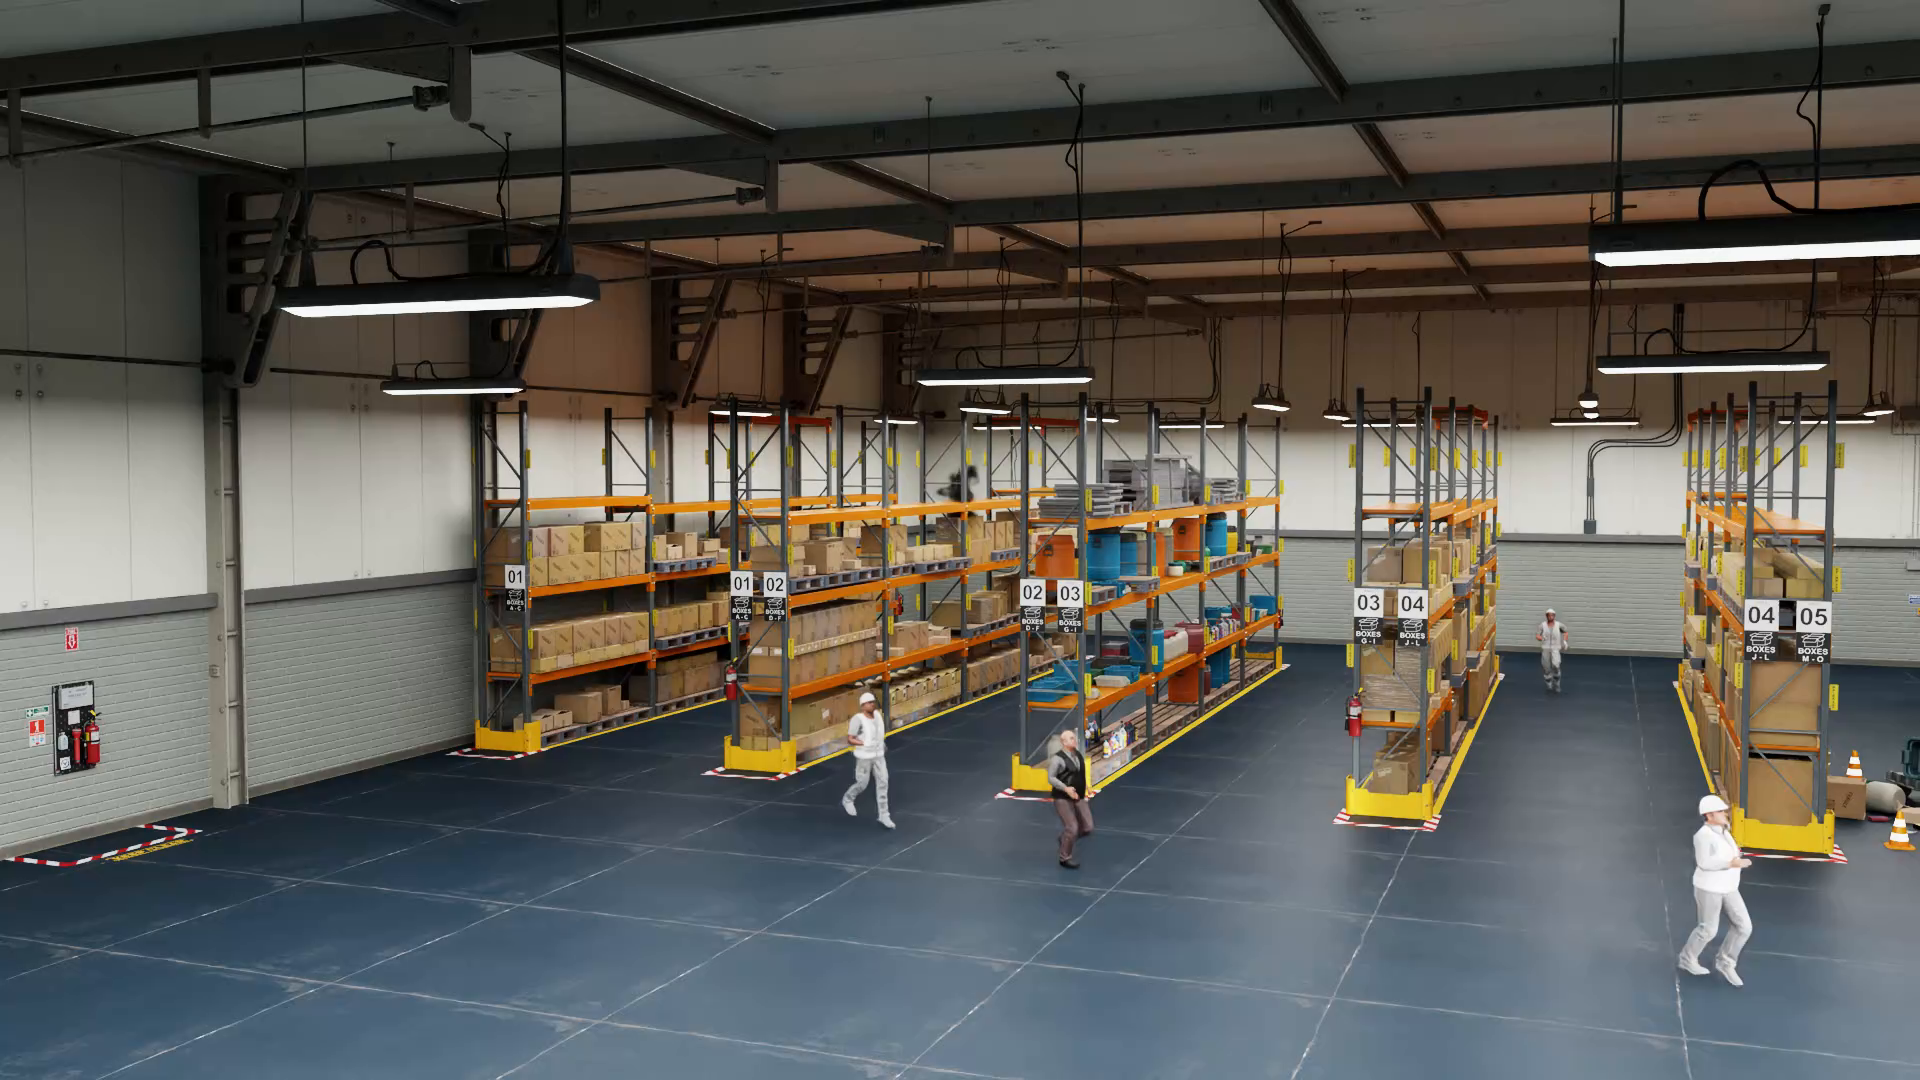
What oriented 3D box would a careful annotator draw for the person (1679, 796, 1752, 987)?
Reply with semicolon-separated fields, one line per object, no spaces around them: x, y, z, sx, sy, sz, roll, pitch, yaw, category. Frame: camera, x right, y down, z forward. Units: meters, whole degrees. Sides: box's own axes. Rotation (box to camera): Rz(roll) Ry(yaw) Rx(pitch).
7.232;3.348;15.862;0.637;1.814;0.711;-2;3;-35;person

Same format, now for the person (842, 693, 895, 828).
-1.256;2.990;22.801;0.690;1.801;0.976;-2;4;-42;person

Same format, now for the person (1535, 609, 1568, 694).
12.674;2.376;35.647;0.652;1.789;0.729;1;3;24;person

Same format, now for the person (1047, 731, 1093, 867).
1.356;3.167;20.358;0.638;1.675;0.576;-3;4;-42;person
